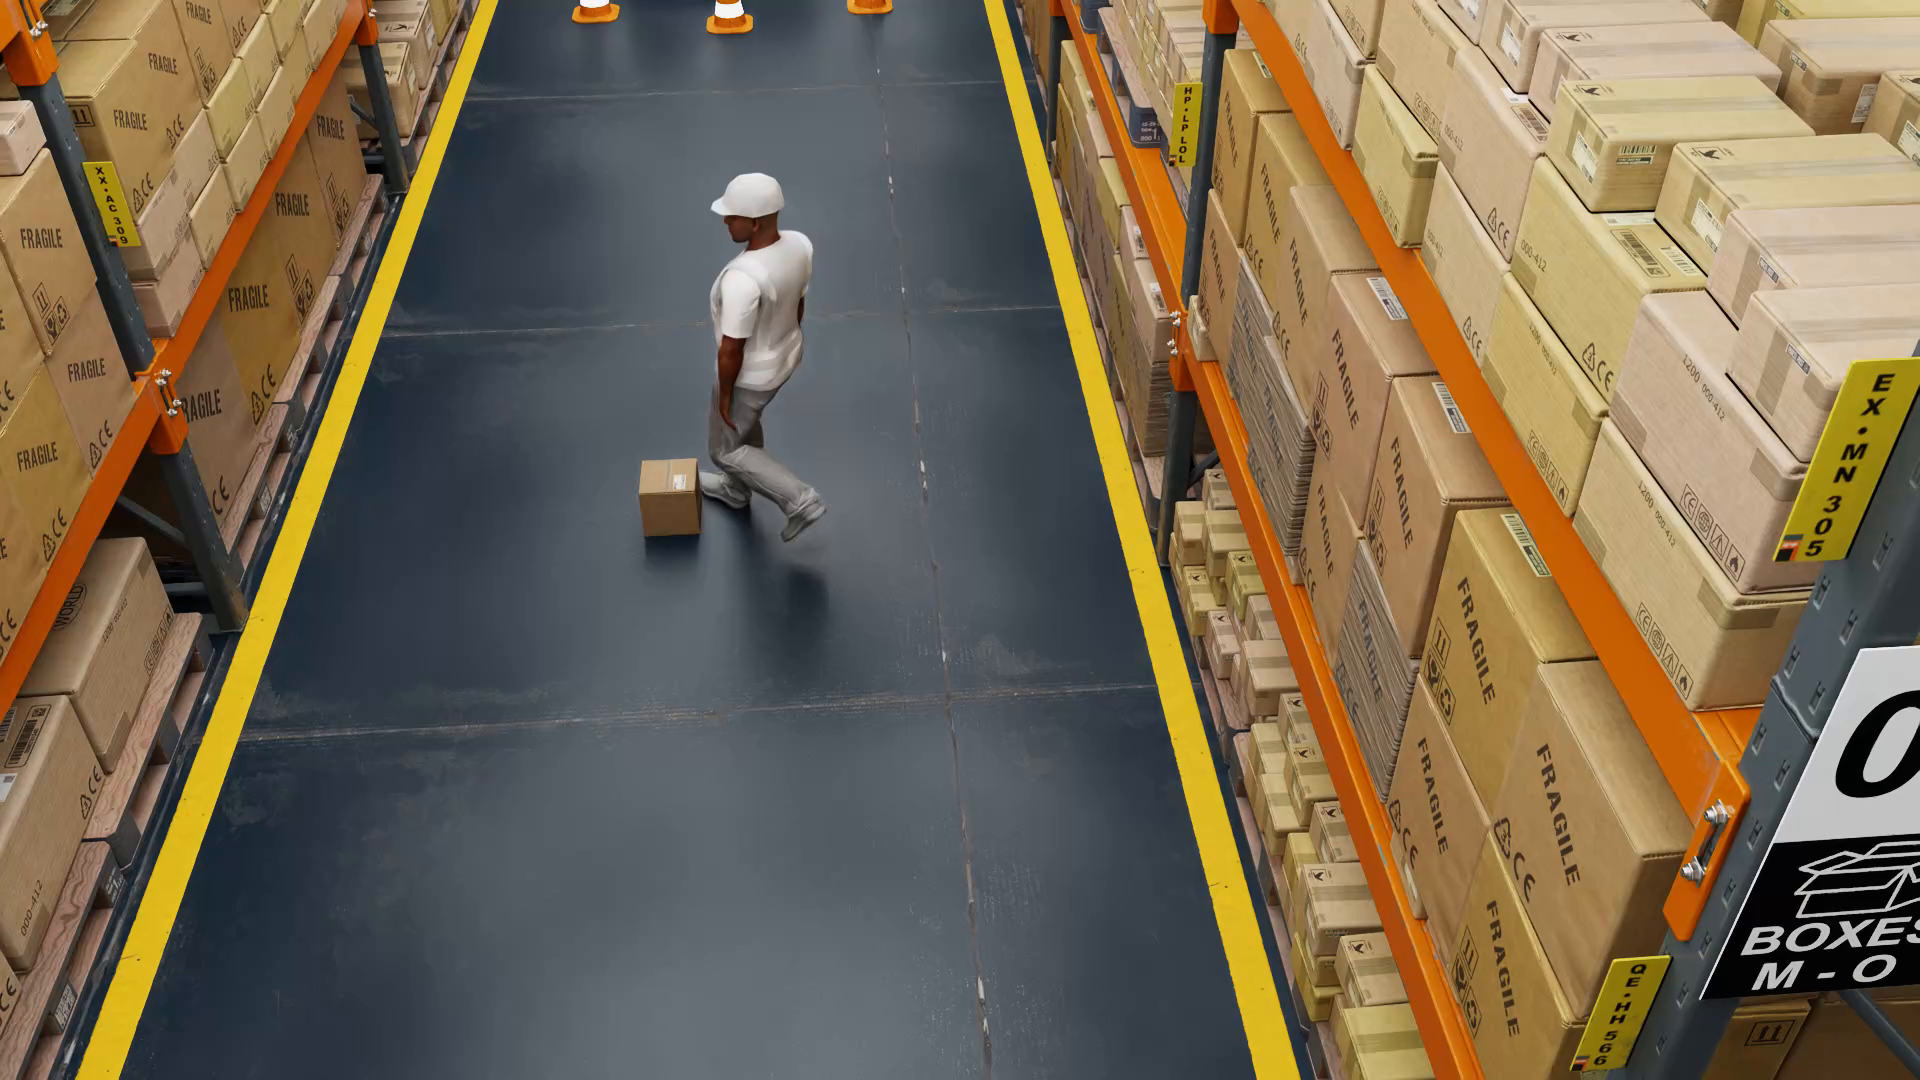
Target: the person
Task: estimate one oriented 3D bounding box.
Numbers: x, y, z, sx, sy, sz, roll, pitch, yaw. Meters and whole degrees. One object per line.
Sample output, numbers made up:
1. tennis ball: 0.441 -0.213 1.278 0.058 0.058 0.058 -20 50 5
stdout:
1. person: -0.910 -0.764 7.104 0.831 1.740 0.598 16 41 18
